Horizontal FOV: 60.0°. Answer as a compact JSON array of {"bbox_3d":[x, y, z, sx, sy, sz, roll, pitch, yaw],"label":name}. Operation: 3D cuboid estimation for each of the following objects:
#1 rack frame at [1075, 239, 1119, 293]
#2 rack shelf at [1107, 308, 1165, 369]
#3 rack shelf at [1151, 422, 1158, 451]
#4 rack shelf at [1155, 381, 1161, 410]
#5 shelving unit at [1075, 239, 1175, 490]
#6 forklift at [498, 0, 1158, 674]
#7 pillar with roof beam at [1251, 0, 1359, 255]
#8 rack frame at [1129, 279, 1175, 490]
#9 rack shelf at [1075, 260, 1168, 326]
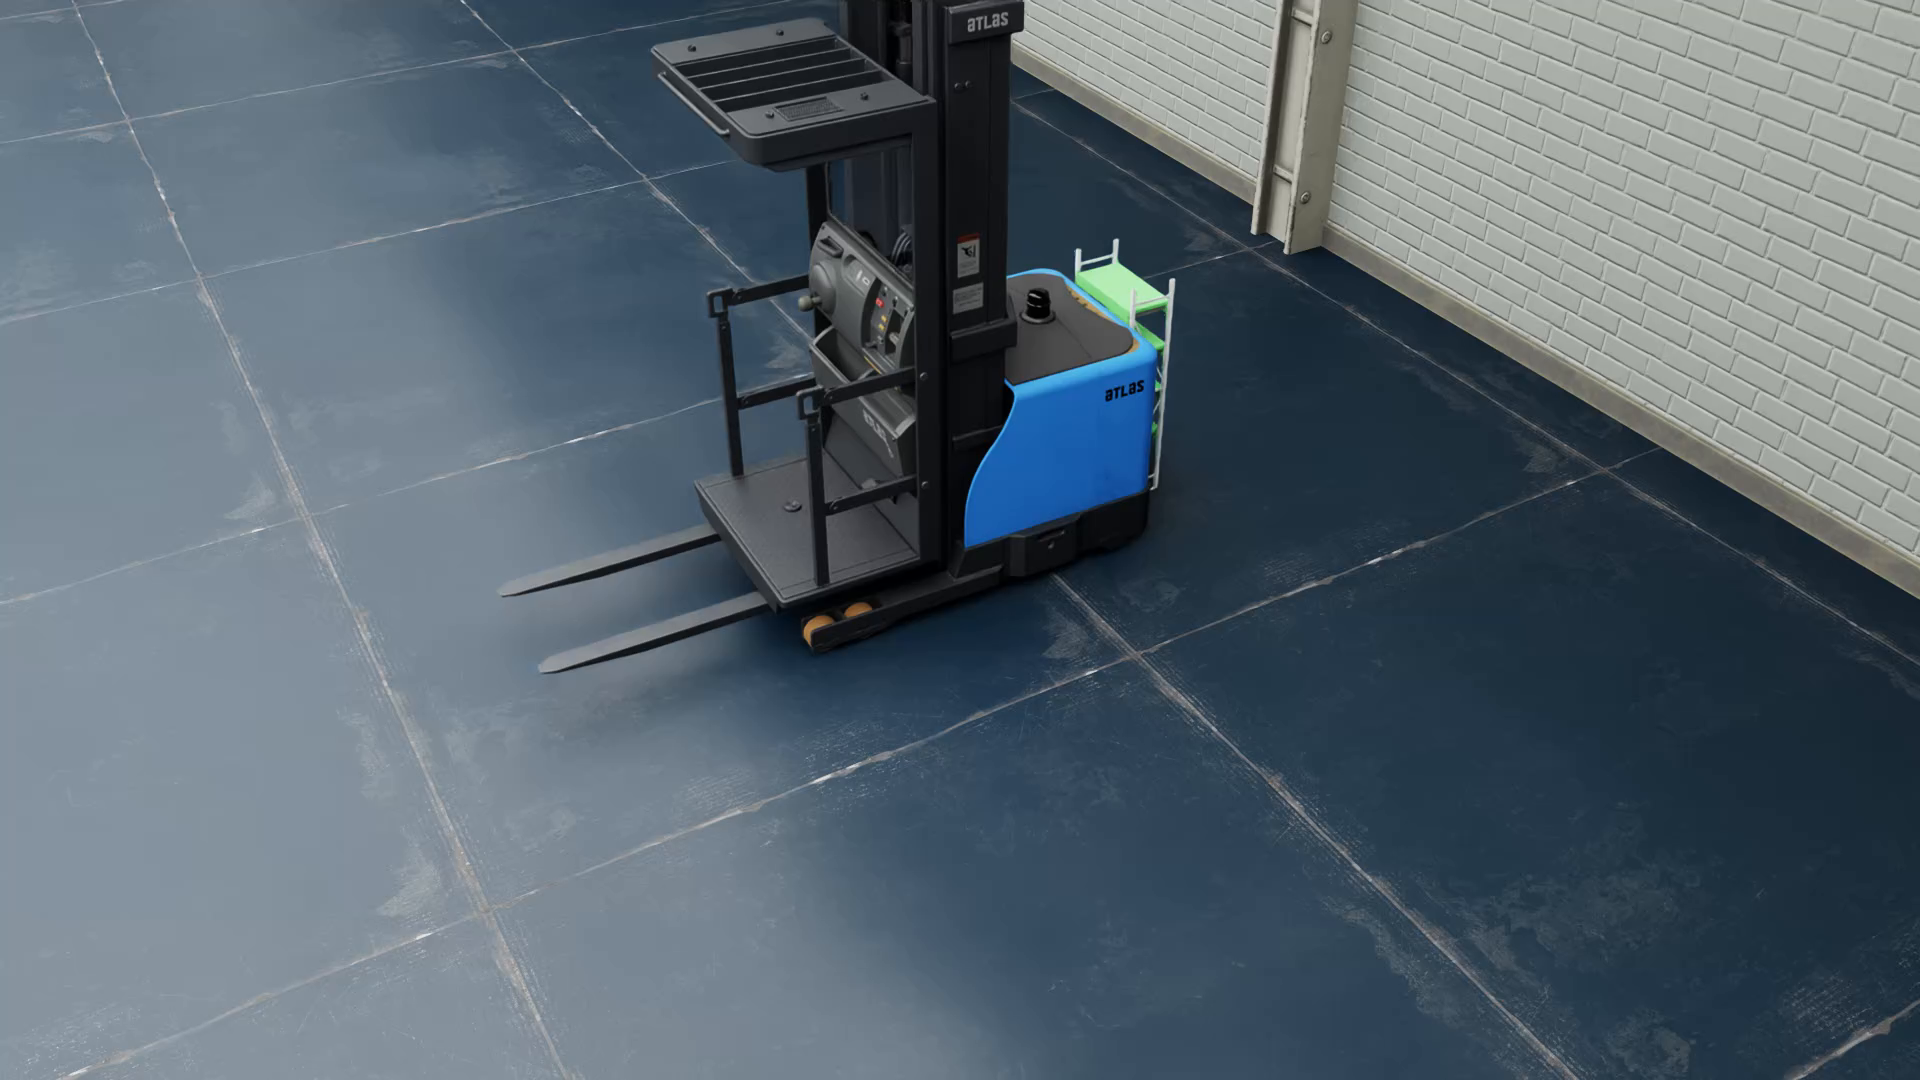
[{"bbox_3d":[0.679,-0.975,8.568,0.240,1.200,0.015,-18,40,-23],"label":"rack frame"},{"bbox_3d":[0.797,-0.992,8.292,0.258,0.148,0.480,-18,40,-23],"label":"rack shelf"},{"bbox_3d":[0.797,-0.604,8.575,0.258,0.148,0.480,-18,40,-23],"label":"rack shelf"},{"bbox_3d":[0.797,-0.798,8.433,0.258,0.148,0.480,-18,40,-23],"label":"rack shelf"},{"bbox_3d":[0.797,-0.849,8.396,0.258,1.200,0.503,-18,40,-23],"label":"shelving unit"},{"bbox_3d":[-0.615,-1.032,7.178,3.031,2.935,1.130,-18,40,-23],"label":"forklift"},{"bbox_3d":[-1.561,-4.352,6.580,9.100,9.000,0.400,-19,40,-24],"label":"pillar with roof beam"},{"bbox_3d":[0.916,-0.723,8.223,0.240,1.200,0.015,-18,40,-23],"label":"rack frame"},{"bbox_3d":[0.797,-1.185,8.150,0.258,0.148,0.480,-18,40,-23],"label":"rack shelf"}]
